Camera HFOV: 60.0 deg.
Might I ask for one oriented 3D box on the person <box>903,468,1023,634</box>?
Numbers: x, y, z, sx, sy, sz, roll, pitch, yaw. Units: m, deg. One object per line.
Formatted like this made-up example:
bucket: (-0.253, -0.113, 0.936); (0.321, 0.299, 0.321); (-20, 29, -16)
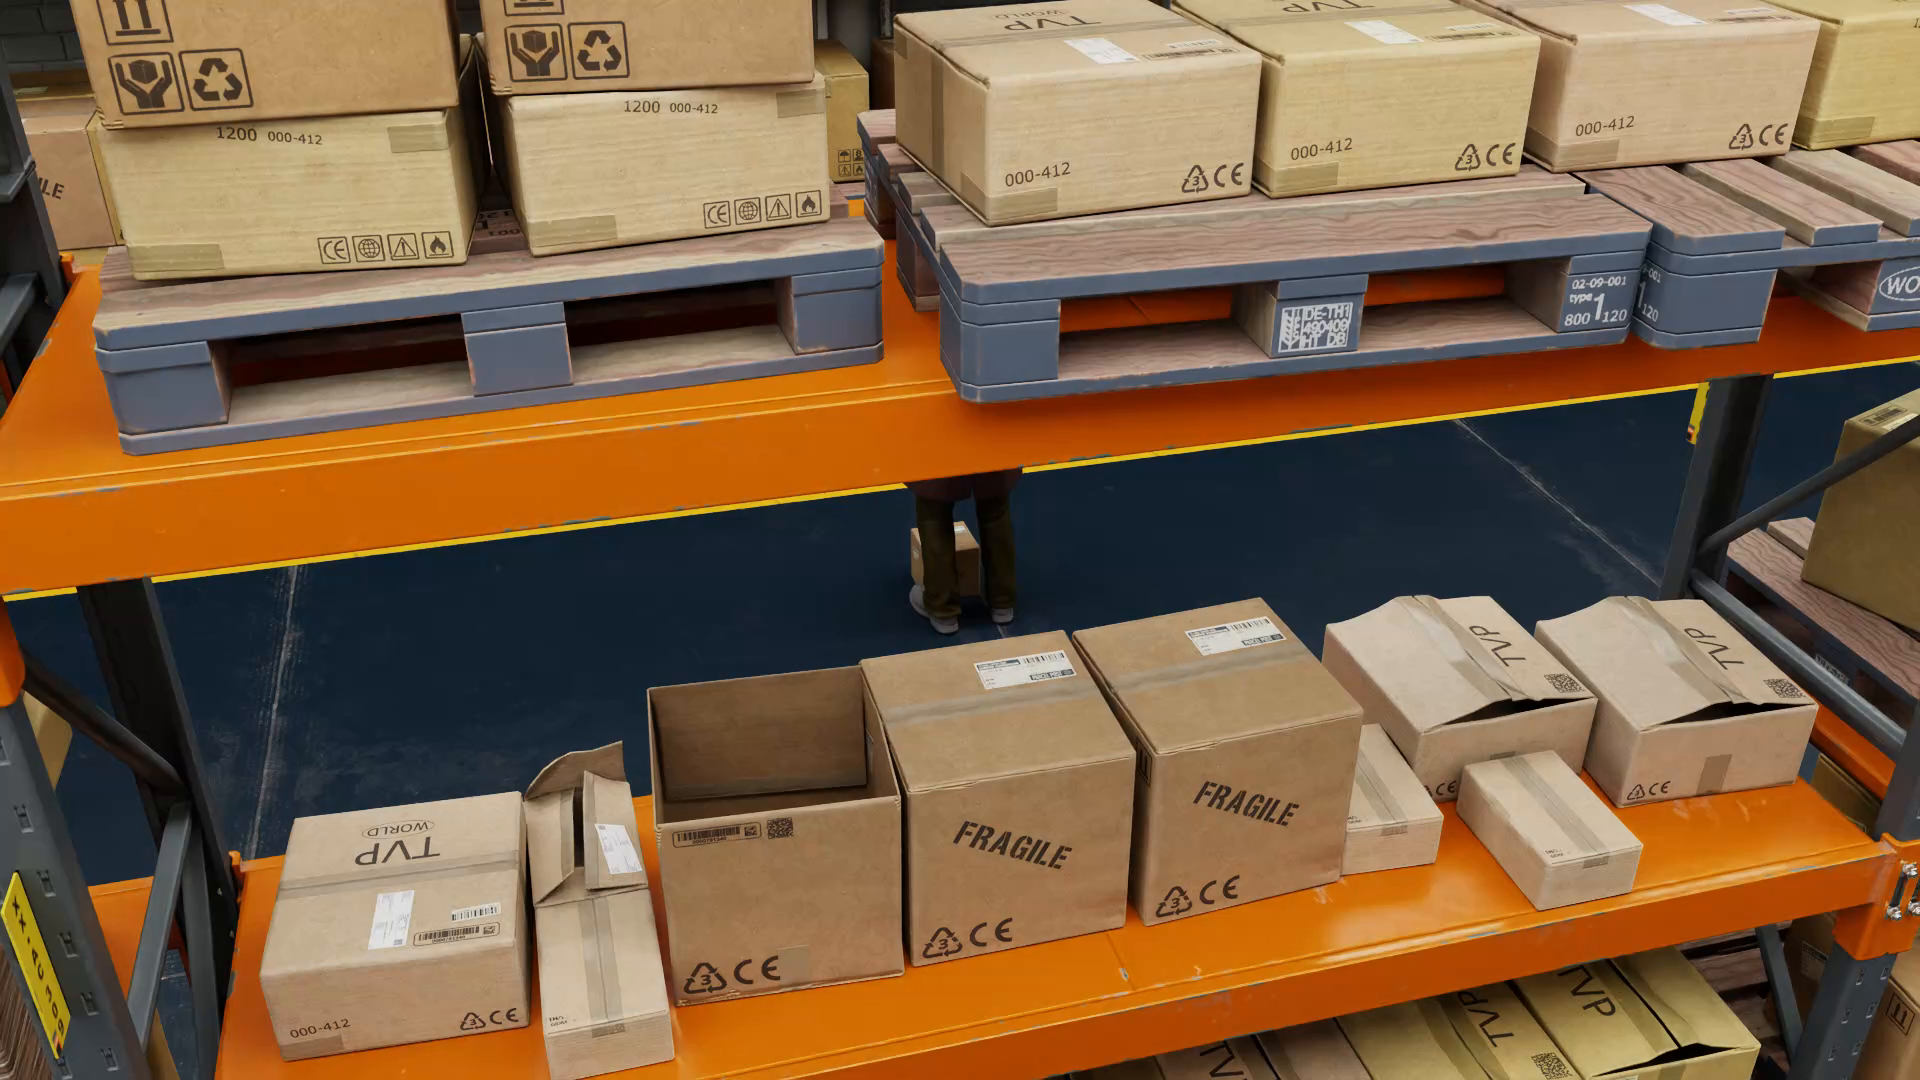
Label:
person: (0.012, -0.444, 6.918); (0.640, 1.773, 0.424); (-8, 31, -14)
